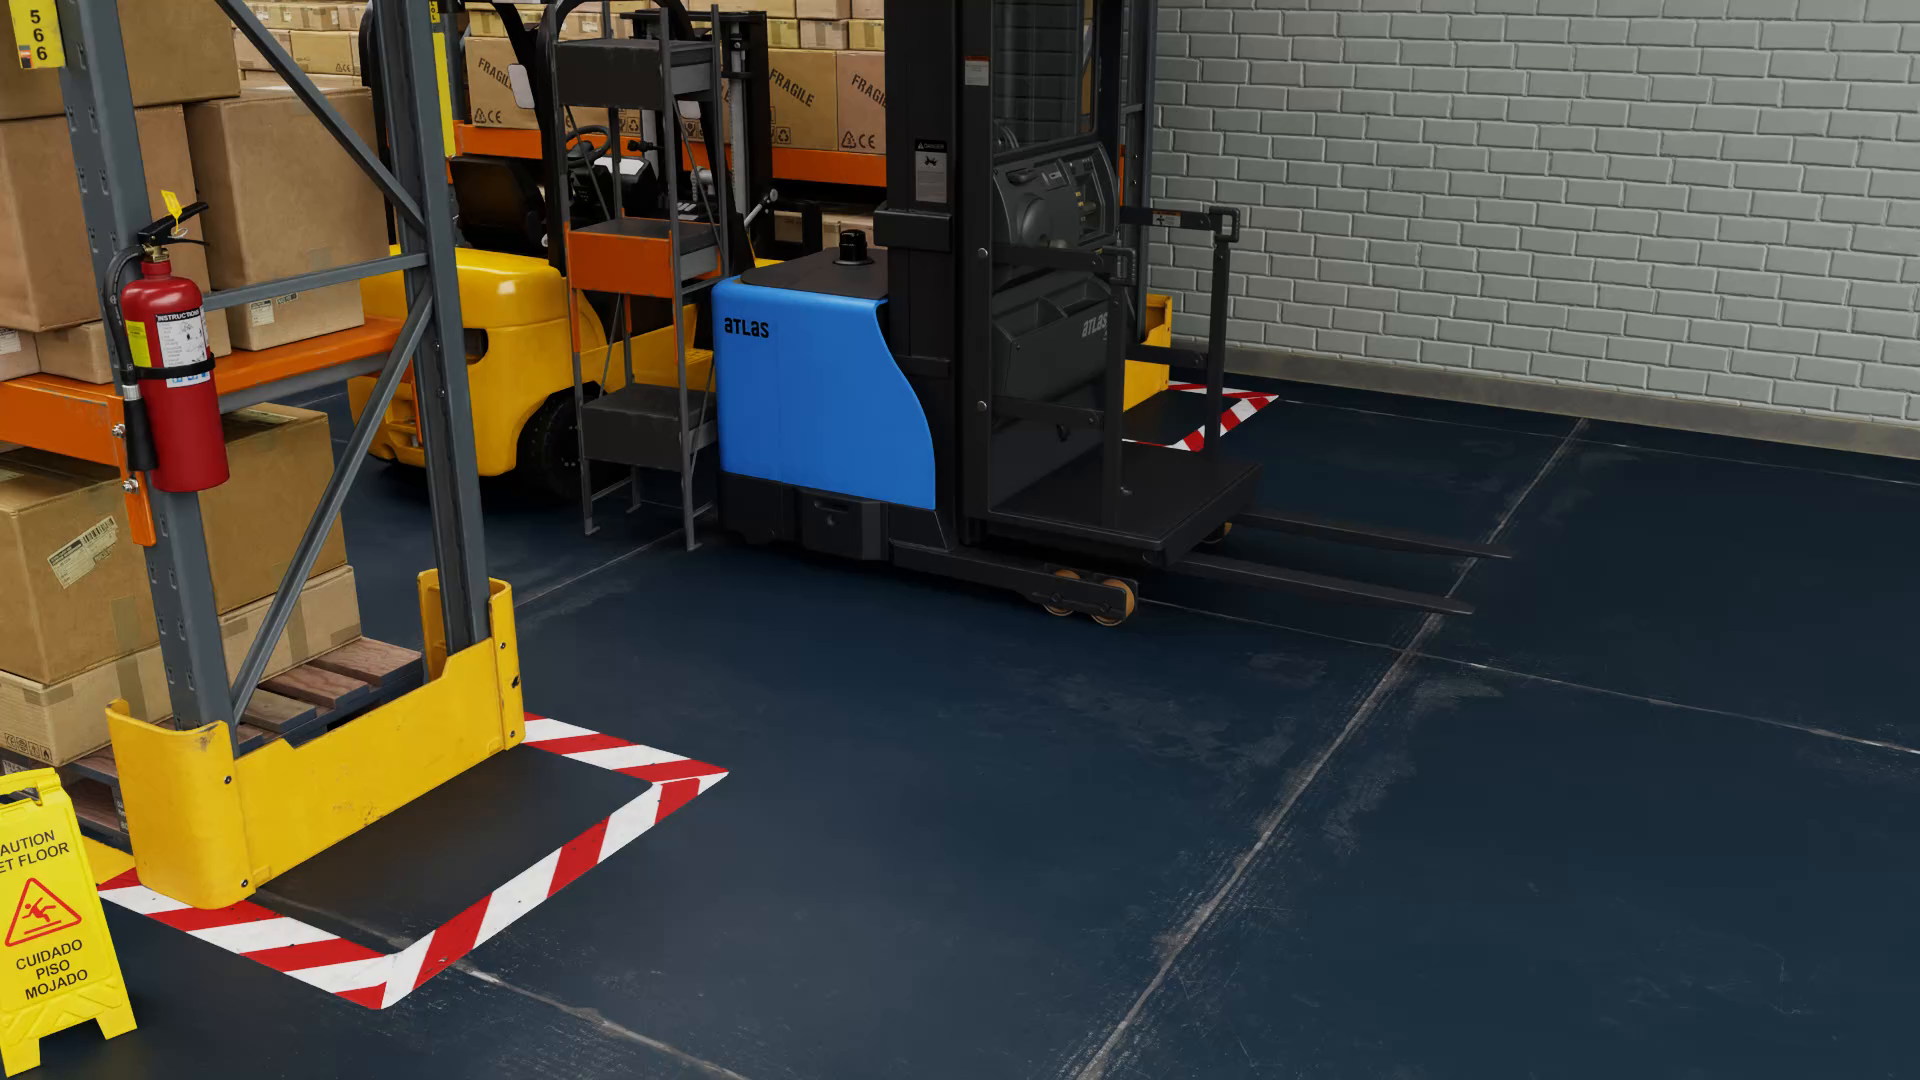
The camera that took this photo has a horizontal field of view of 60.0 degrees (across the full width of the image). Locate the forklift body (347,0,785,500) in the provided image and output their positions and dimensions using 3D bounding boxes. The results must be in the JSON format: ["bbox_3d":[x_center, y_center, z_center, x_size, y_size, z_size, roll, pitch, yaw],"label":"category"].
[{"bbox_3d":[-1.825,-1.497,7.838,1.214,2.155,2.313,11,23,27],"label":"forklift body"}]

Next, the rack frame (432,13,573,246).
[{"bbox_3d":[-2.772,-2.789,10.155,0.127,3.000,1.000,11,23,27],"label":"rack frame"}]

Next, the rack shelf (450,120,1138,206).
[{"bbox_3d":[-1.026,-2.118,9.361,4.000,0.370,1.077,11,23,27],"label":"rack shelf"}]

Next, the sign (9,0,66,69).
[{"bbox_3d":[-1.985,-1.176,3.548,0.005,0.325,0.100,11,23,27],"label":"sign"}]

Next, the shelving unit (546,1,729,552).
[{"bbox_3d":[-1.239,-1.033,6.628,0.503,2.100,0.431,8,22,21],"label":"shelving unit"}]

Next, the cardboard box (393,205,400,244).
[{"bbox_3d":[-3.233,-1.954,10.718,0.625,0.625,0.875,12,23,30],"label":"cardboard box"}]

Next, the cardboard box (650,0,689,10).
[{"bbox_3d":[-1.475,-2.949,9.061,0.250,0.149,0.380,11,23,27],"label":"cardboard box"}]

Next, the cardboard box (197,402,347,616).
[{"bbox_3d":[-2.287,-0.123,5.122,0.500,0.500,0.500,10,22,26],"label":"cardboard box"}]

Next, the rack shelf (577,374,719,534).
[{"bbox_3d":[-1.245,-0.363,6.874,0.480,0.518,0.431,8,22,21],"label":"rack shelf"}]

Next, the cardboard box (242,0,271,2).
[{"bbox_3d":[-4.723,-3.439,10.850,0.250,0.149,0.380,11,23,27],"label":"cardboard box"}]

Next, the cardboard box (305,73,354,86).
[{"bbox_3d":[-3.781,-2.806,10.423,0.500,0.250,0.500,11,22,27],"label":"cardboard box"}]

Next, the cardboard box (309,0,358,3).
[{"bbox_3d":[-4.061,-3.491,10.992,0.250,0.149,0.380,11,22,27],"label":"cardboard box"}]

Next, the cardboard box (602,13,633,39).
[{"bbox_3d":[-1.746,-2.825,9.156,0.250,0.149,0.380,11,22,27],"label":"cardboard box"}]

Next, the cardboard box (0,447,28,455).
[{"bbox_3d":[-2.981,-0.044,4.905,0.500,0.500,0.500,12,23,29],"label":"cardboard box"}]

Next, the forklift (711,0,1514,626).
[{"bbox_3d":[0.545,-1.274,6.079,3.031,2.935,1.130,11,23,27],"label":"forklift"}]

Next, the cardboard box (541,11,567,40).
[{"bbox_3d":[-2.154,-2.932,9.451,0.250,0.149,0.380,11,23,27],"label":"cardboard box"}]

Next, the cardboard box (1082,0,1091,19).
[{"bbox_3d":[0.531,-2.735,8.472,0.250,0.149,0.380,10,22,26],"label":"cardboard box"}]

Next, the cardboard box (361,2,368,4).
[{"bbox_3d":[-3.633,-3.402,10.746,0.250,0.149,0.380,11,22,27],"label":"cardboard box"}]

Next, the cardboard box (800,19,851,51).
[{"bbox_3d":[-0.620,-2.620,8.591,0.250,0.149,0.380,10,22,26],"label":"cardboard box"}]

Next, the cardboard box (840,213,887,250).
[{"bbox_3d":[-0.282,-1.566,8.732,0.500,0.250,0.500,11,23,28],"label":"cardboard box"}]

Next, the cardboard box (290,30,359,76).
[{"bbox_3d":[-3.778,-3.042,10.340,0.500,0.250,0.500,10,22,26],"label":"cardboard box"}]

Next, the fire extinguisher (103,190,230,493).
[{"bbox_3d":[-1.822,-0.453,3.828,0.183,0.674,0.296,11,23,27],"label":"fire extinguisher"}]

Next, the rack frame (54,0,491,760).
[{"bbox_3d":[-1.697,-0.645,4.246,0.127,3.000,1.000,11,23,27],"label":"rack frame"}]

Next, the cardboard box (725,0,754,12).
[{"bbox_3d":[-1.037,-2.866,8.832,0.250,0.149,0.380,11,23,28],"label":"cardboard box"}]

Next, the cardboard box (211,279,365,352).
[{"bbox_3d":[-1.893,-0.646,4.614,0.250,0.149,0.380,11,23,28],"label":"cardboard box"}]

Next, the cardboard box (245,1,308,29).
[{"bbox_3d":[-4.308,-3.335,10.563,0.250,0.149,0.380,11,23,28],"label":"cardboard box"}]

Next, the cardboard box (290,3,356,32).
[{"bbox_3d":[-3.894,-3.230,10.272,0.250,0.149,0.380,10,22,26],"label":"cardboard box"}]

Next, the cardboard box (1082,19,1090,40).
[{"bbox_3d":[0.551,-2.609,8.562,0.250,0.149,0.380,10,22,26],"label":"cardboard box"}]

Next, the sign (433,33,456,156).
[{"bbox_3d":[-1.432,-1.214,4.544,0.005,0.325,0.100,11,23,27],"label":"sign"}]

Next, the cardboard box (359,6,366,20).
[{"bbox_3d":[-3.412,-3.169,10.105,0.250,0.149,0.380,10,22,27],"label":"cardboard box"}]

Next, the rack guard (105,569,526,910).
[{"bbox_3d":[-1.763,0.517,4.707,0.348,0.500,1.175,11,23,27],"label":"rack guard"}]

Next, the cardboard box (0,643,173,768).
[{"bbox_3d":[-2.555,0.391,4.804,0.500,0.250,0.500,11,23,27],"label":"cardboard box"}]

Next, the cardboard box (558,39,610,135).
[{"bbox_3d":[-2.049,-2.603,9.495,0.500,0.500,0.500,11,23,28],"label":"cardboard box"}]

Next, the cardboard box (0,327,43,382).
[{"bbox_3d":[-2.403,-0.535,4.310,0.250,0.149,0.380,10,22,27],"label":"cardboard box"}]

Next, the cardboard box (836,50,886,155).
[{"bbox_3d":[-0.286,-2.264,8.560,0.500,0.500,0.500,12,23,29],"label":"cardboard box"}]

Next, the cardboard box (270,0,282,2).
[{"bbox_3d":[-4.531,-3.563,11.190,0.250,0.149,0.380,12,23,29],"label":"cardboard box"}]

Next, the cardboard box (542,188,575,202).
[{"bbox_3d":[-2.061,-1.902,9.660,0.500,0.250,0.500,11,23,27],"label":"cardboard box"}]

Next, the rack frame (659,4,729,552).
[{"bbox_3d":[-1.014,-1.000,6.542,0.015,2.100,0.400,8,22,21],"label":"rack frame"}]

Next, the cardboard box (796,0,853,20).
[{"bbox_3d":[-0.630,-2.753,8.523,0.250,0.149,0.380,11,23,29],"label":"cardboard box"}]

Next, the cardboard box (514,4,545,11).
[{"bbox_3d":[-2.357,-3.128,9.556,0.250,0.149,0.380,11,23,28],"label":"cardboard box"}]

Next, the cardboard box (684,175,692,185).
[{"bbox_3d":[-1.798,-2.060,10.095,0.500,0.250,0.500,10,22,27],"label":"cardboard box"}]

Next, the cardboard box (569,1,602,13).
[{"bbox_3d":[-1.964,-3.010,9.229,0.250,0.149,0.380,11,23,28],"label":"cardboard box"}]

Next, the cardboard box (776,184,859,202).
[{"bbox_3d":[-0.920,-1.891,9.628,0.500,0.250,0.500,10,22,26],"label":"cardboard box"}]

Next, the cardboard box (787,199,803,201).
[{"bbox_3d":[-1.166,-1.733,9.194,0.500,0.250,0.500,10,22,26],"label":"cardboard box"}]

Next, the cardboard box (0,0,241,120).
[{"bbox_3d":[-2.249,-1.322,4.062,0.500,0.500,0.700,10,22,26],"label":"cardboard box"}]

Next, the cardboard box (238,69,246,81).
[{"bbox_3d":[-4.654,-2.982,10.906,0.500,0.250,0.500,12,23,29],"label":"cardboard box"}]

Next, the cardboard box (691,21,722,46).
[{"bbox_3d":[-1.281,-2.747,8.940,0.250,0.149,0.380,10,22,26],"label":"cardboard box"}]

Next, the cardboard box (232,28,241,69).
[{"bbox_3d":[-4.652,-3.219,10.826,0.500,0.250,0.500,11,23,28],"label":"cardboard box"}]

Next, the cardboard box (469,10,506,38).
[{"bbox_3d":[-2.622,-3.010,9.665,0.250,0.149,0.380,10,22,26],"label":"cardboard box"}]

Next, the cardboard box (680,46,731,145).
[{"bbox_3d":[-1.177,-2.429,9.016,0.500,0.500,0.500,11,23,28],"label":"cardboard box"}]
